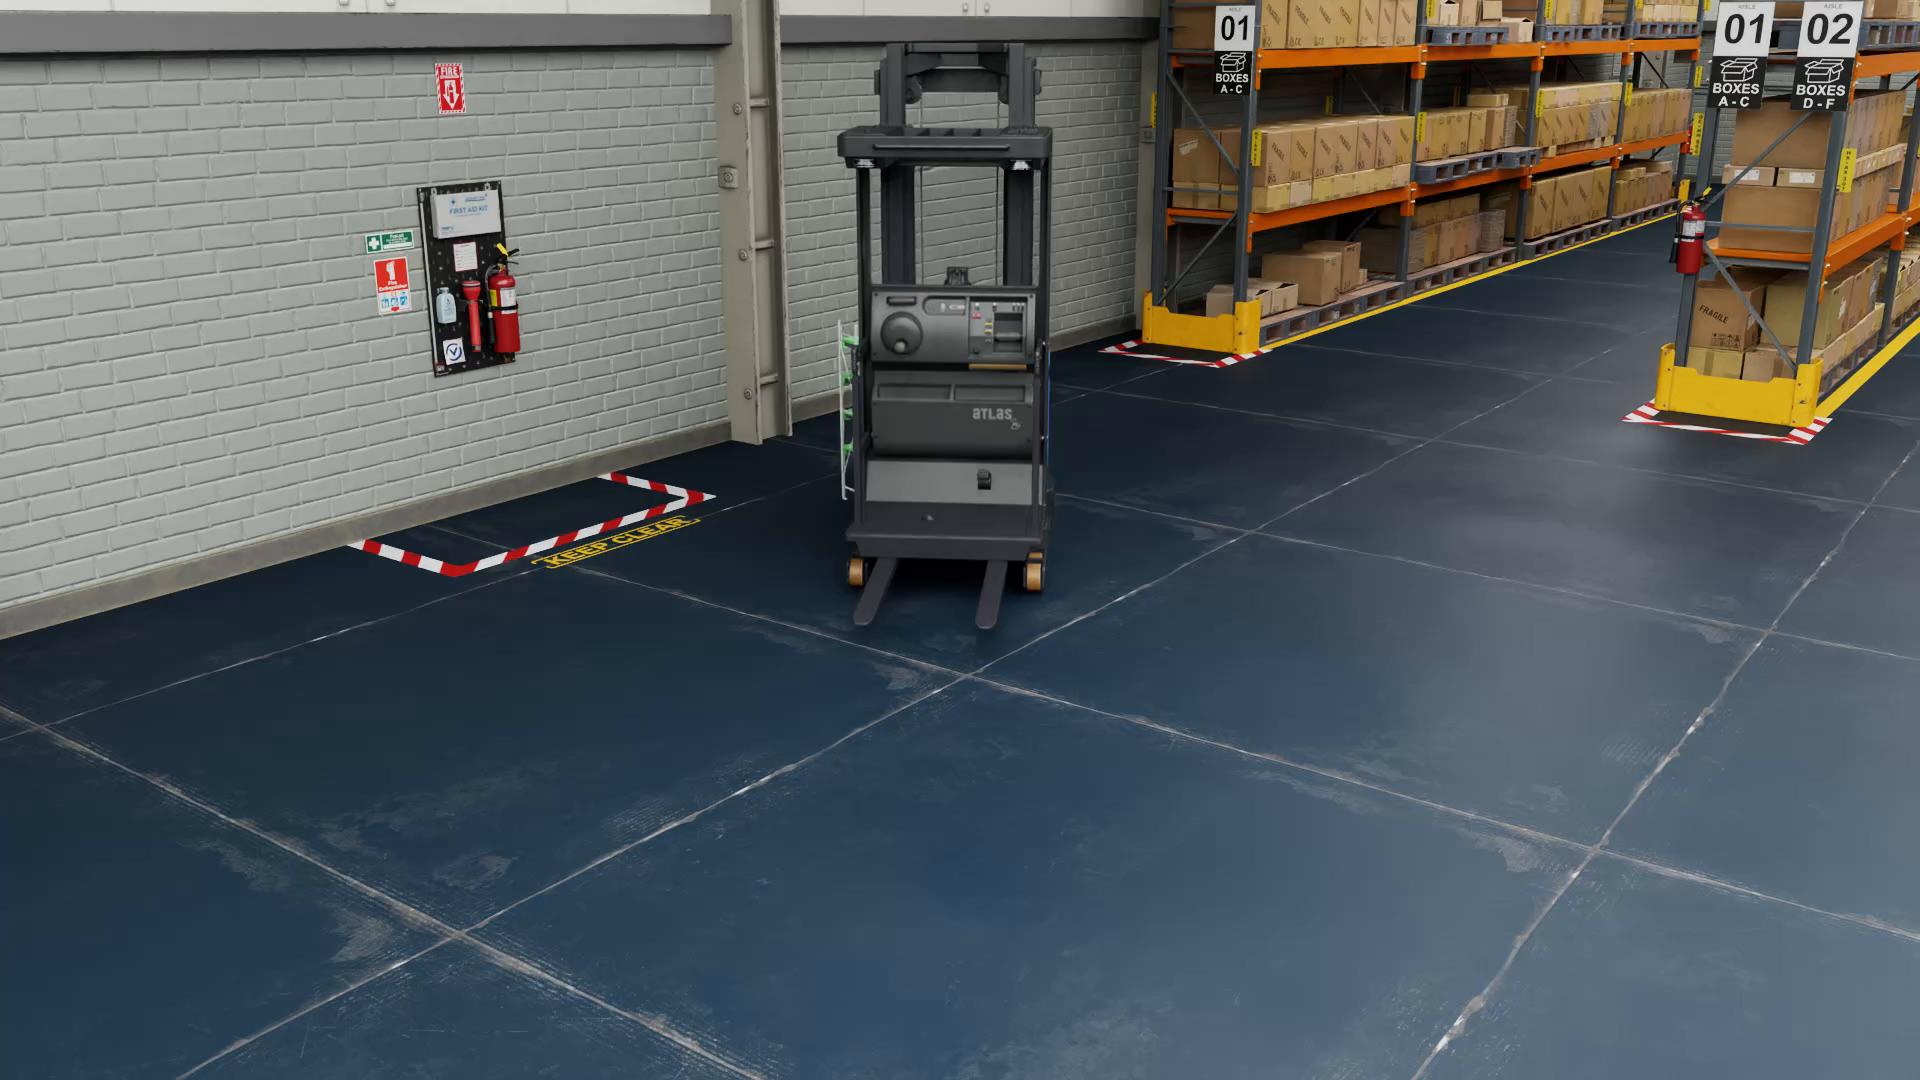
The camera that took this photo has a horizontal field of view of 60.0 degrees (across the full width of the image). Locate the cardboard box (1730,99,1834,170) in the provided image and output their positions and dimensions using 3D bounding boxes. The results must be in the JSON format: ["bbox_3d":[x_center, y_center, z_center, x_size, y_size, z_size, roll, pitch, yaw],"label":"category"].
[{"bbox_3d":[6.621,-3.249,13.294,0.700,0.500,0.500,13,21,35],"label":"cardboard box"}]

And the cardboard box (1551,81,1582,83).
[{"bbox_3d":[8.987,-6.687,24.751,0.500,0.250,0.500,13,22,36],"label":"cardboard box"}]

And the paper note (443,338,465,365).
[{"bbox_3d":[-3.196,-1.193,10.513,0.016,0.148,0.142,12,21,35],"label":"paper note"}]

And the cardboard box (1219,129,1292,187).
[{"bbox_3d":[2.846,-3.692,16.028,0.500,0.500,0.500,12,21,35],"label":"cardboard box"}]

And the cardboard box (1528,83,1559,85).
[{"bbox_3d":[8.386,-6.441,23.959,0.500,0.250,0.500,12,21,33],"label":"cardboard box"}]

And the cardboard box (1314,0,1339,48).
[{"bbox_3d":[3.375,-5.106,16.369,0.500,0.500,0.500,14,22,37],"label":"cardboard box"}]

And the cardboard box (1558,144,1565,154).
[{"bbox_3d":[8.213,-5.479,23.219,0.380,0.149,0.250,13,21,36],"label":"cardboard box"}]

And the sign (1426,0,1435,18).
[{"bbox_3d":[5.144,-5.873,18.169,0.100,0.325,0.005,12,21,35],"label":"sign"}]

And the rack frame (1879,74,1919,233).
[{"bbox_3d":[11.067,-4.366,19.245,1.000,3.000,0.127,12,21,35],"label":"rack frame"}]

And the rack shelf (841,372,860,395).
[{"bbox_3d":[-0.517,-1.036,10.960,0.480,0.148,0.258,-11,20,-30],"label":"rack shelf"}]

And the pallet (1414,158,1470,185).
[{"bbox_3d":[5.276,-4.352,19.525,1.003,0.211,1.213,12,21,35],"label":"pallet"}]

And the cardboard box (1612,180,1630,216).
[{"bbox_3d":[9.998,-5.360,25.953,0.700,0.500,0.500,13,21,35],"label":"cardboard box"}]

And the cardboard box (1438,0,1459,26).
[{"bbox_3d":[5.460,-6.141,19.345,0.500,0.311,0.500,13,22,36],"label":"cardboard box"}]

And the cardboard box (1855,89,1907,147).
[{"bbox_3d":[8.425,-3.974,15.626,0.700,0.500,0.500,13,21,35],"label":"cardboard box"}]

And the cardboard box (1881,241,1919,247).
[{"bbox_3d":[10.346,-3.108,18.178,0.500,0.311,0.500,12,21,34],"label":"cardboard box"}]

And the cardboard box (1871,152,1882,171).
[{"bbox_3d":[7.936,-3.366,14.763,0.380,0.149,0.250,13,22,36],"label":"cardboard box"}]

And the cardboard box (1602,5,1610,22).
[{"bbox_3d":[9.690,-8.007,25.288,0.500,0.250,0.500,13,21,35],"label":"cardboard box"}]

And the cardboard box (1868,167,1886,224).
[{"bbox_3d":[8.116,-3.227,15.410,0.700,0.500,0.500,12,21,34],"label":"cardboard box"}]

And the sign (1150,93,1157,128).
[{"bbox_3d":[1.886,-4.142,16.038,0.100,0.325,0.005,12,21,35],"label":"sign"}]

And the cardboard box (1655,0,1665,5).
[{"bbox_3d":[10.421,-8.404,25.303,0.500,0.500,0.500,12,21,34],"label":"cardboard box"}]

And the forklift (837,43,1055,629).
[{"bbox_3d":[-0.054,-1.213,9.206,1.130,2.935,3.031,1,17,5],"label":"forklift"}]

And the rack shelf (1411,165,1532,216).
[{"bbox_3d":[5.895,-4.421,20.634,1.077,0.370,4.000,12,21,35],"label":"rack shelf"}]

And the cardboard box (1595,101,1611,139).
[{"bbox_3d":[9.101,-6.115,24.173,0.500,0.500,0.500,13,21,35],"label":"cardboard box"}]

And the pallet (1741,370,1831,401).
[{"bbox_3d":[6.723,-1.318,14.133,1.003,0.211,1.213,12,21,35],"label":"pallet"}]

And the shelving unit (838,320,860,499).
[{"bbox_3d":[-0.517,-0.867,11.012,0.503,1.200,0.258,-11,20,-30],"label":"shelving unit"}]

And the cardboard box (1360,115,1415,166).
[{"bbox_3d":[4.670,-4.417,18.363,0.500,0.500,0.500,12,21,35],"label":"cardboard box"}]

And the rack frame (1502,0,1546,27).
[{"bbox_3d":[7.087,-8.105,21.171,1.000,3.000,0.127,12,21,35],"label":"rack frame"}]

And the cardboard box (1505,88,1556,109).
[{"bbox_3d":[7.582,-5.867,22.112,0.500,0.250,0.500,13,22,36],"label":"cardboard box"}]

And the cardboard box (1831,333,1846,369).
[{"bbox_3d":[7.392,-1.675,14.508,0.500,0.250,0.500,12,21,35],"label":"cardboard box"}]

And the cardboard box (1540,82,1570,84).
[{"bbox_3d":[8.680,-6.561,24.346,0.500,0.250,0.500,13,21,35],"label":"cardboard box"}]

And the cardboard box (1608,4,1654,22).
[{"bbox_3d":[10.094,-7.920,25.009,0.500,0.250,0.500,12,21,35],"label":"cardboard box"}]

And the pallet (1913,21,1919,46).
[{"bbox_3d":[8.197,-4.596,15.077,1.003,0.211,1.213,12,21,35],"label":"pallet"}]

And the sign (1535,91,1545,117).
[{"bbox_3d":[7.528,-5.662,21.600,0.100,0.325,0.005,12,21,35],"label":"sign"}]

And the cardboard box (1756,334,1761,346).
[{"bbox_3d":[6.671,-1.649,14.425,0.500,0.250,0.500,12,21,35],"label":"cardboard box"}]

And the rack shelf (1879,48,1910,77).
[{"bbox_3d":[9.876,-4.979,17.373,1.077,0.370,4.000,12,21,35],"label":"rack shelf"}]

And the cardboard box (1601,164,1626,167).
[{"bbox_3d":[10.525,-5.981,26.858,0.380,0.149,0.250,12,21,34],"label":"cardboard box"}]

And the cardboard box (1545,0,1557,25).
[{"bbox_3d":[7.603,-7.192,22.377,0.700,0.500,0.500,11,20,32],"label":"cardboard box"}]

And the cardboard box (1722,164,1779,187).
[{"bbox_3d":[6.375,-2.943,13.400,0.380,0.149,0.250,12,21,34],"label":"cardboard box"}]

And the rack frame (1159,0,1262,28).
[{"bbox_3d":[2.320,-6.200,15.036,1.000,3.000,0.127,12,21,35],"label":"rack frame"}]

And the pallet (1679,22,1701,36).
[{"bbox_3d":[11.420,-8.358,27.190,1.003,0.211,1.213,12,21,35],"label":"pallet"}]

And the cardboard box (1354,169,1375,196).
[{"bbox_3d":[4.074,-3.820,17.705,0.500,0.250,0.500,12,21,34],"label":"cardboard box"}]

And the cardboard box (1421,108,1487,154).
[{"bbox_3d":[6.090,-5.084,20.647,0.700,0.500,0.500,12,21,35],"label":"cardboard box"}]

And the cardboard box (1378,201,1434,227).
[{"bbox_3d":[5.388,-3.946,20.101,0.500,0.250,0.500,12,21,34],"label":"cardboard box"}]

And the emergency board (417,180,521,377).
[{"bbox_3d":[-3.036,-1.644,10.479,0.194,1.169,0.643,12,21,35],"label":"emergency board"}]

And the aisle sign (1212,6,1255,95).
[{"bbox_3d":[2.518,-4.506,15.314,0.394,0.787,0.004,12,21,35],"label":"aisle sign"}]

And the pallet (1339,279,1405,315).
[{"bbox_3d":[4.332,-2.790,18.872,1.003,0.211,1.213,12,21,35],"label":"pallet"}]

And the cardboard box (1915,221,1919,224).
[{"bbox_3d":[11.466,-4.019,20.336,0.500,0.250,0.500,13,22,37],"label":"cardboard box"}]

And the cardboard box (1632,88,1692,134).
[{"bbox_3d":[11.558,-7.166,27.756,0.980,0.700,0.700,14,22,37],"label":"cardboard box"}]

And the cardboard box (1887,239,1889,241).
[{"bbox_3d":[10.213,-3.322,18.865,0.500,0.311,0.500,12,21,33],"label":"cardboard box"}]

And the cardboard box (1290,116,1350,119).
[{"bbox_3d":[3.944,-4.386,18.265,0.500,0.500,0.500,12,21,34],"label":"cardboard box"}]

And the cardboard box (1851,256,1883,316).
[{"bbox_3d":[8.276,-2.393,15.555,0.500,0.500,0.500,12,21,35],"label":"cardboard box"}]

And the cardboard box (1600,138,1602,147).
[{"bbox_3d":[9.174,-5.834,24.363,0.380,0.149,0.250,13,22,36],"label":"cardboard box"}]

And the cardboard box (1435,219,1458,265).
[{"bbox_3d":[5.733,-3.729,20.666,0.700,0.500,0.500,13,21,35],"label":"cardboard box"}]

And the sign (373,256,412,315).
[{"bbox_3d":[-3.448,-1.547,10.108,0.001,0.329,0.234,12,21,35],"label":"sign"}]

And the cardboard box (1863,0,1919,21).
[{"bbox_3d":[9.059,-5.120,16.160,0.500,0.250,0.500,15,23,40],"label":"cardboard box"}]
